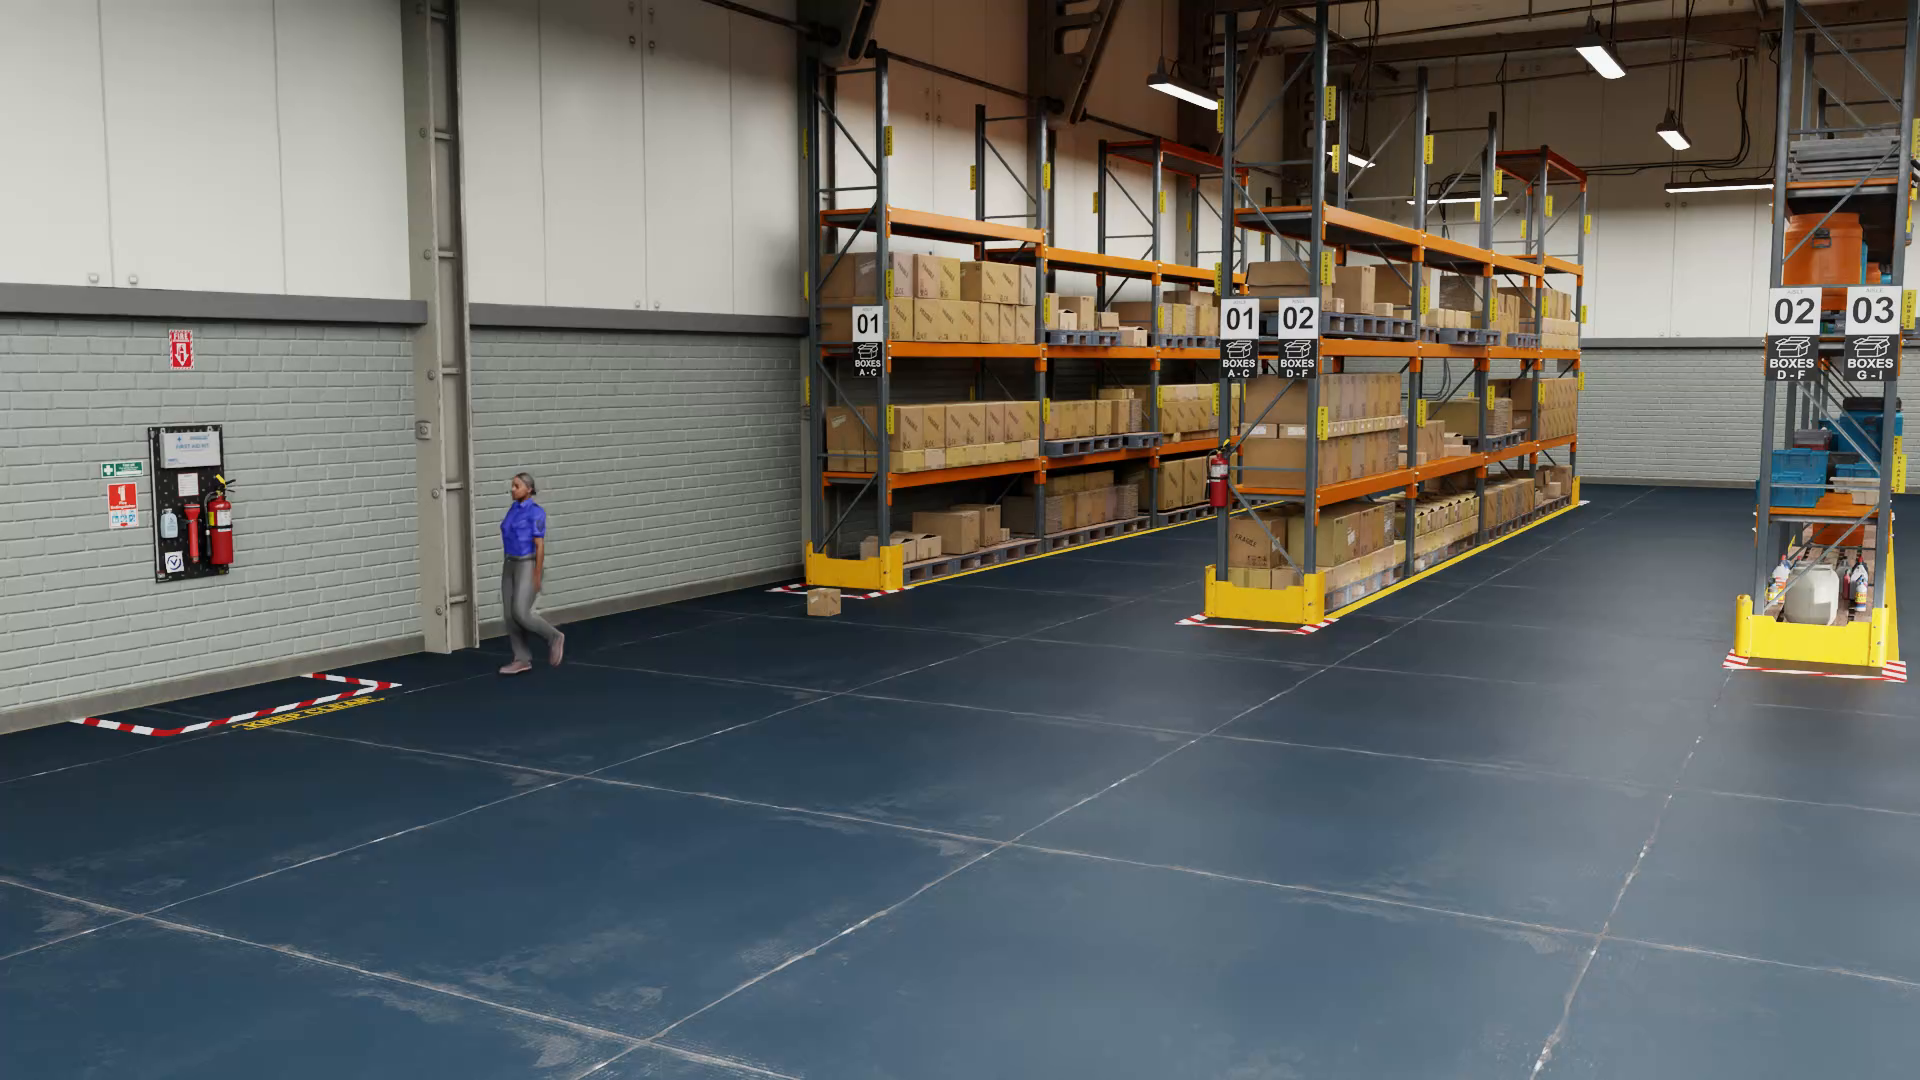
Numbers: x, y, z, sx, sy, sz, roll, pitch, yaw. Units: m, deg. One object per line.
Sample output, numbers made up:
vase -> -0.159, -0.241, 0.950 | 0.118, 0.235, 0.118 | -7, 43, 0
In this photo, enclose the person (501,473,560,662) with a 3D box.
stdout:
person -> -3.577, 0.235, 13.669 | 0.439, 1.575, 0.446 | 5, 8, 40
